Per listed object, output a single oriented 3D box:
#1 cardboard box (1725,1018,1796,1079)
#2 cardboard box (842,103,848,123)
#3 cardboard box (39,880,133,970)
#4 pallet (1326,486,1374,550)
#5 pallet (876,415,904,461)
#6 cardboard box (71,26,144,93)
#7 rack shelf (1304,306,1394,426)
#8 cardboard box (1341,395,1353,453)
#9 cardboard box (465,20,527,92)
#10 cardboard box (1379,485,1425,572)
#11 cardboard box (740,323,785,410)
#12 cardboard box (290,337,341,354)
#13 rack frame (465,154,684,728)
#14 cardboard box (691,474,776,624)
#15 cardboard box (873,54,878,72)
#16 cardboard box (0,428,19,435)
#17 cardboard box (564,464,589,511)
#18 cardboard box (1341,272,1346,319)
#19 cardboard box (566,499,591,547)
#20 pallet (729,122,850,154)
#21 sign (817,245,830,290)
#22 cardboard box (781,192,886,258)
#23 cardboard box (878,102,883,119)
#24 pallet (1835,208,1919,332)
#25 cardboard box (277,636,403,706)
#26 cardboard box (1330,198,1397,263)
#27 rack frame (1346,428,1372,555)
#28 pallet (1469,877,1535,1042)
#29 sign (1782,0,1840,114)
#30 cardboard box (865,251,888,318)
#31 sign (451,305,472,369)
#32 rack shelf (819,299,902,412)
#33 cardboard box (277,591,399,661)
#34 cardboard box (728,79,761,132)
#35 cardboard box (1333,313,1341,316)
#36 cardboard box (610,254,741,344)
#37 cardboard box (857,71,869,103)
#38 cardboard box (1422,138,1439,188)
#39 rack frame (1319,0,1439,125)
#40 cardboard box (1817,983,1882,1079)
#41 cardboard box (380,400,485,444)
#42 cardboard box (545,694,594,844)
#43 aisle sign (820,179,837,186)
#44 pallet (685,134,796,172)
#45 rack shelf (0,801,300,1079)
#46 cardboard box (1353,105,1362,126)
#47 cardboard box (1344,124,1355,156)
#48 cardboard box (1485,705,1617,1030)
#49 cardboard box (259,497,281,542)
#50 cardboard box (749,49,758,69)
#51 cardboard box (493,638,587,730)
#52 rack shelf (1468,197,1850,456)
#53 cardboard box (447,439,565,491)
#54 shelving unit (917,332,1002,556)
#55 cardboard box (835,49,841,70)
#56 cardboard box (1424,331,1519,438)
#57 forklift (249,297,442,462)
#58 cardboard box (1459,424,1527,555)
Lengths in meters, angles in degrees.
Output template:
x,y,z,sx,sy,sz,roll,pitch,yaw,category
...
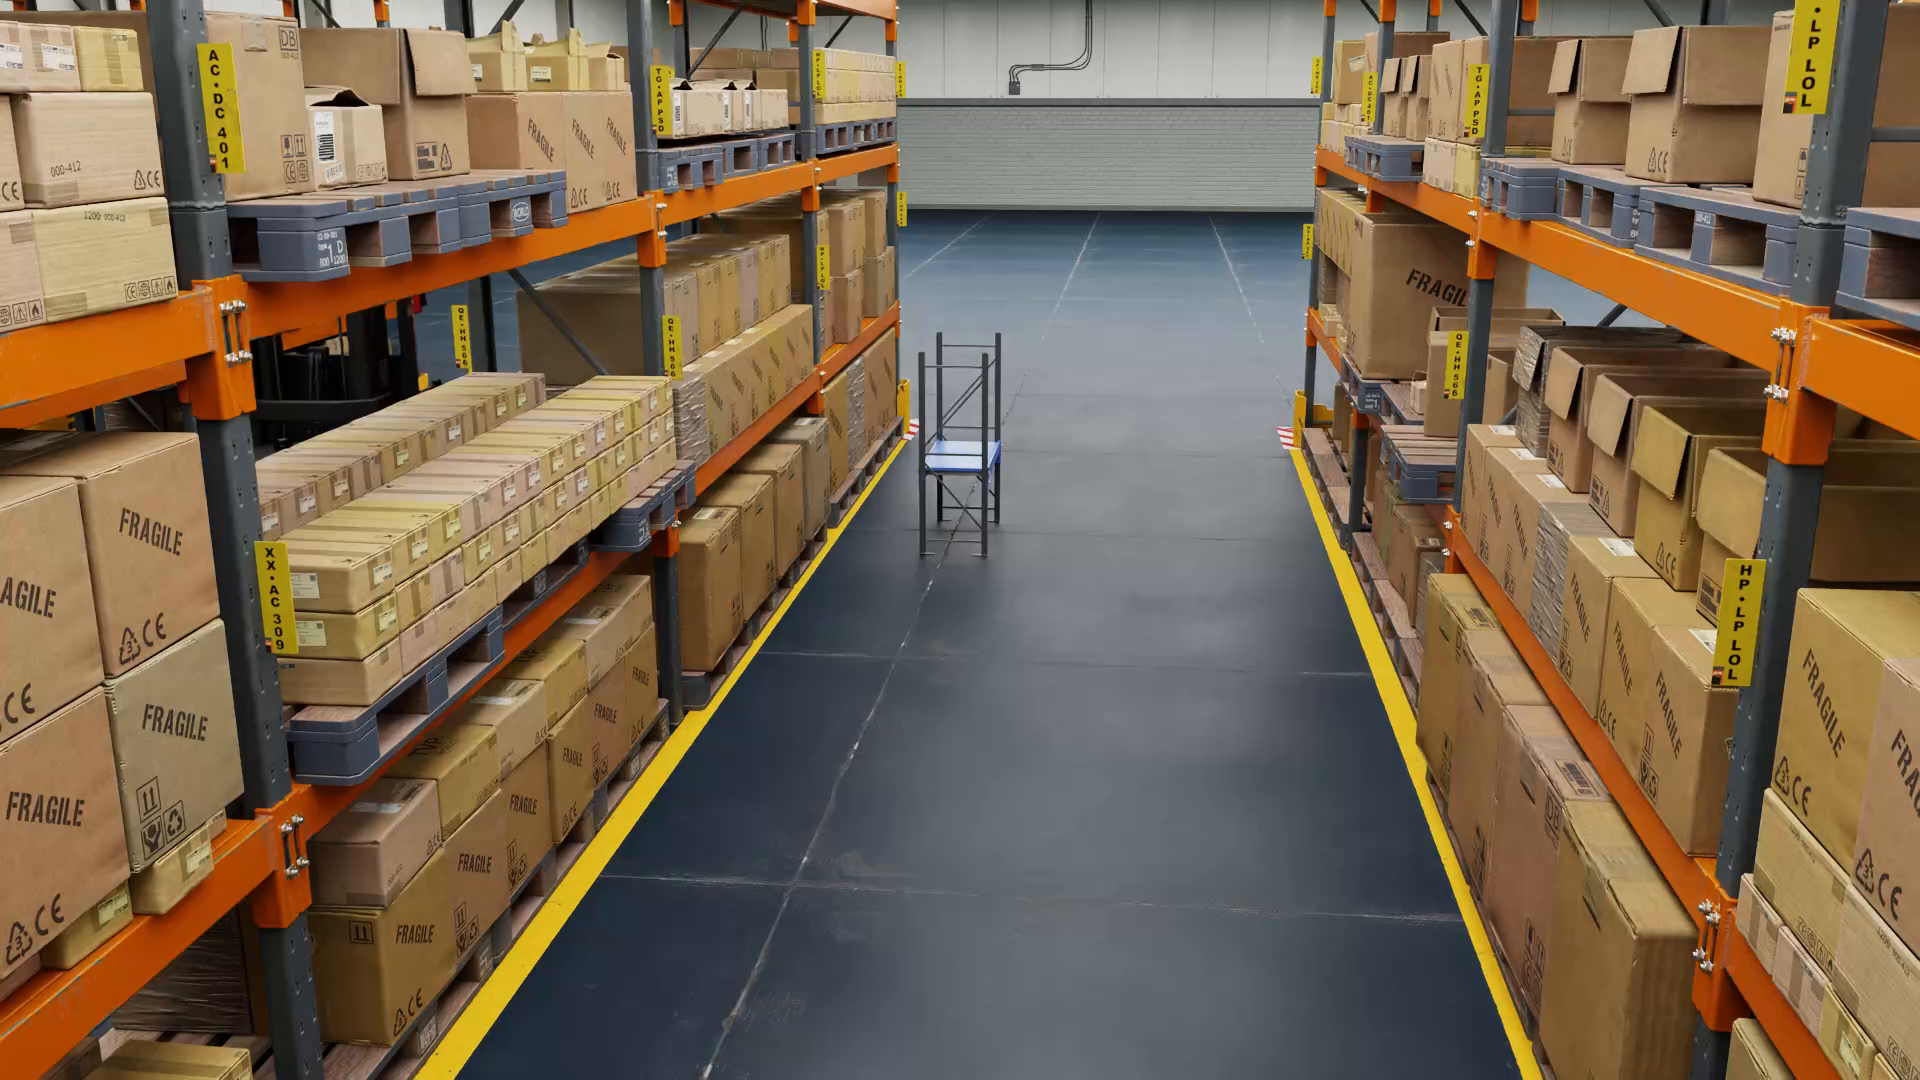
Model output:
x,y,z,sx,sy,sz,roll,pitch,yaw,category
2.305,1.730,3.782,0.875,0.875,0.875,2,15,6,cardboard box
-1.091,-3.368,13.108,0.380,0.149,0.250,1,15,5,cardboard box
-2.268,0.906,4.046,0.380,0.149,0.250,2,15,8,cardboard box
3.403,-0.165,12.869,1.003,0.211,1.213,2,15,6,pallet
-1.116,-0.990,15.920,1.003,0.211,1.213,2,15,6,pallet
-2.221,-1.154,4.002,0.380,0.149,0.250,1,15,4,cardboard box
3.588,-1.508,13.869,1.077,0.370,4.000,2,15,6,rack shelf
3.693,-1.052,14.791,0.500,0.500,0.500,6,16,21,cardboard box
-1.918,-1.890,6.501,0.396,0.266,0.258,2,15,6,cardboard box
3.199,-0.060,11.084,0.700,0.500,0.500,2,15,6,cardboard box
-1.462,-1.151,10.982,0.500,0.500,0.500,2,15,7,cardboard box
-5.902,-1.770,15.245,0.380,0.149,0.250,2,15,9,cardboard box
-2.006,-0.471,8.658,1.000,3.000,0.127,2,15,6,rack frame
-1.753,0.030,10.310,1.050,0.750,0.750,2,15,7,cardboard box
-0.920,-4.148,14.467,0.380,0.149,0.250,2,15,6,cardboard box
-2.751,0.002,4.232,0.500,0.500,0.500,2,15,8,cardboard box
-1.753,-0.220,6.836,0.380,0.149,0.250,2,15,8,cardboard box
3.619,-2.033,13.672,0.875,0.500,0.500,2,15,6,cardboard box
-1.755,-0.079,6.883,0.380,0.149,0.250,2,15,8,cardboard box
-1.452,-3.126,12.898,1.003,0.211,1.213,2,15,6,pallet
-1.015,-2.016,12.304,0.100,0.325,0.005,2,15,6,sign
-1.154,-2.899,15.281,0.875,0.550,0.550,2,15,6,cardboard box
-0.891,-3.830,14.818,0.380,0.149,0.250,2,15,7,cardboard box
2.357,-0.455,3.020,1.003,0.211,1.213,2,15,6,pallet
-1.956,0.396,5.127,0.380,0.149,0.250,1,15,4,cardboard box
3.312,-2.525,13.575,0.500,0.500,0.500,2,15,6,cardboard box
3.362,-1.336,11.857,1.000,3.000,0.127,2,15,6,rack frame
2.607,1.565,6.470,1.003,0.211,1.213,2,15,6,pallet
1.919,-1.124,3.734,0.100,0.325,0.005,2,15,6,sign
-1.141,-2.378,15.421,0.875,0.550,0.550,2,15,6,cardboard box
-2.558,-1.046,8.564,0.100,0.325,0.005,2,15,6,sign
-1.329,-1.680,14.507,1.077,0.370,4.000,2,15,6,rack shelf
-1.956,0.253,5.088,0.380,0.149,0.250,2,15,7,cardboard box
-1.534,-2.703,10.341,0.500,0.311,0.500,1,15,4,cardboard box
3.410,-1.861,14.280,0.380,0.149,0.250,2,15,6,cardboard box
-1.777,-1.515,10.412,0.700,0.500,0.500,2,15,6,cardboard box
-1.053,-3.790,13.908,0.500,0.250,0.500,2,15,7,cardboard box
2.823,-2.064,9.090,0.500,0.250,0.500,2,15,8,cardboard box
3.813,-5.270,14.911,1.000,3.000,0.127,2,15,6,rack frame
2.037,1.063,3.464,0.380,0.149,0.250,2,15,8,cardboard box
-2.341,-0.524,7.389,0.380,0.149,0.250,1,15,4,cardboard box
-1.927,0.983,7.263,0.500,0.500,0.500,1,15,4,cardboard box
-1.394,-3.828,16.092,0.394,0.787,0.004,2,15,6,aisle sign
-1.609,-2.625,11.243,0.805,0.209,1.217,1,15,4,pallet
-2.683,1.432,2.997,1.077,0.370,4.000,2,15,6,rack shelf
3.180,-3.204,12.540,0.380,0.149,0.250,1,15,5,cardboard box
3.276,-3.105,12.940,0.500,0.250,0.500,2,15,6,cardboard box
2.612,1.163,5.880,1.225,0.875,0.875,1,15,4,cardboard box
-2.546,-0.049,5.633,0.380,0.149,0.250,1,15,4,cardboard box
-1.773,-3.706,12.832,0.380,0.149,0.250,2,15,6,cardboard box
-1.942,0.619,7.175,0.500,0.250,0.500,2,15,8,cardboard box
2.685,-0.881,5.805,1.077,0.370,4.000,2,15,6,rack shelf
-1.784,-0.296,6.549,0.380,0.149,0.250,2,15,8,cardboard box
0.010,-0.746,12.548,0.538,1.500,1.048,2,15,6,shelving unit
-1.120,-3.687,12.764,0.380,0.149,0.250,2,15,6,cardboard box
2.895,-0.839,9.021,0.700,0.500,0.500,4,16,15,cardboard box
-4.147,-1.152,11.308,1.130,2.935,3.031,1,15,2,forklift
2.585,-0.229,7.571,0.500,0.500,0.500,2,15,8,cardboard box
